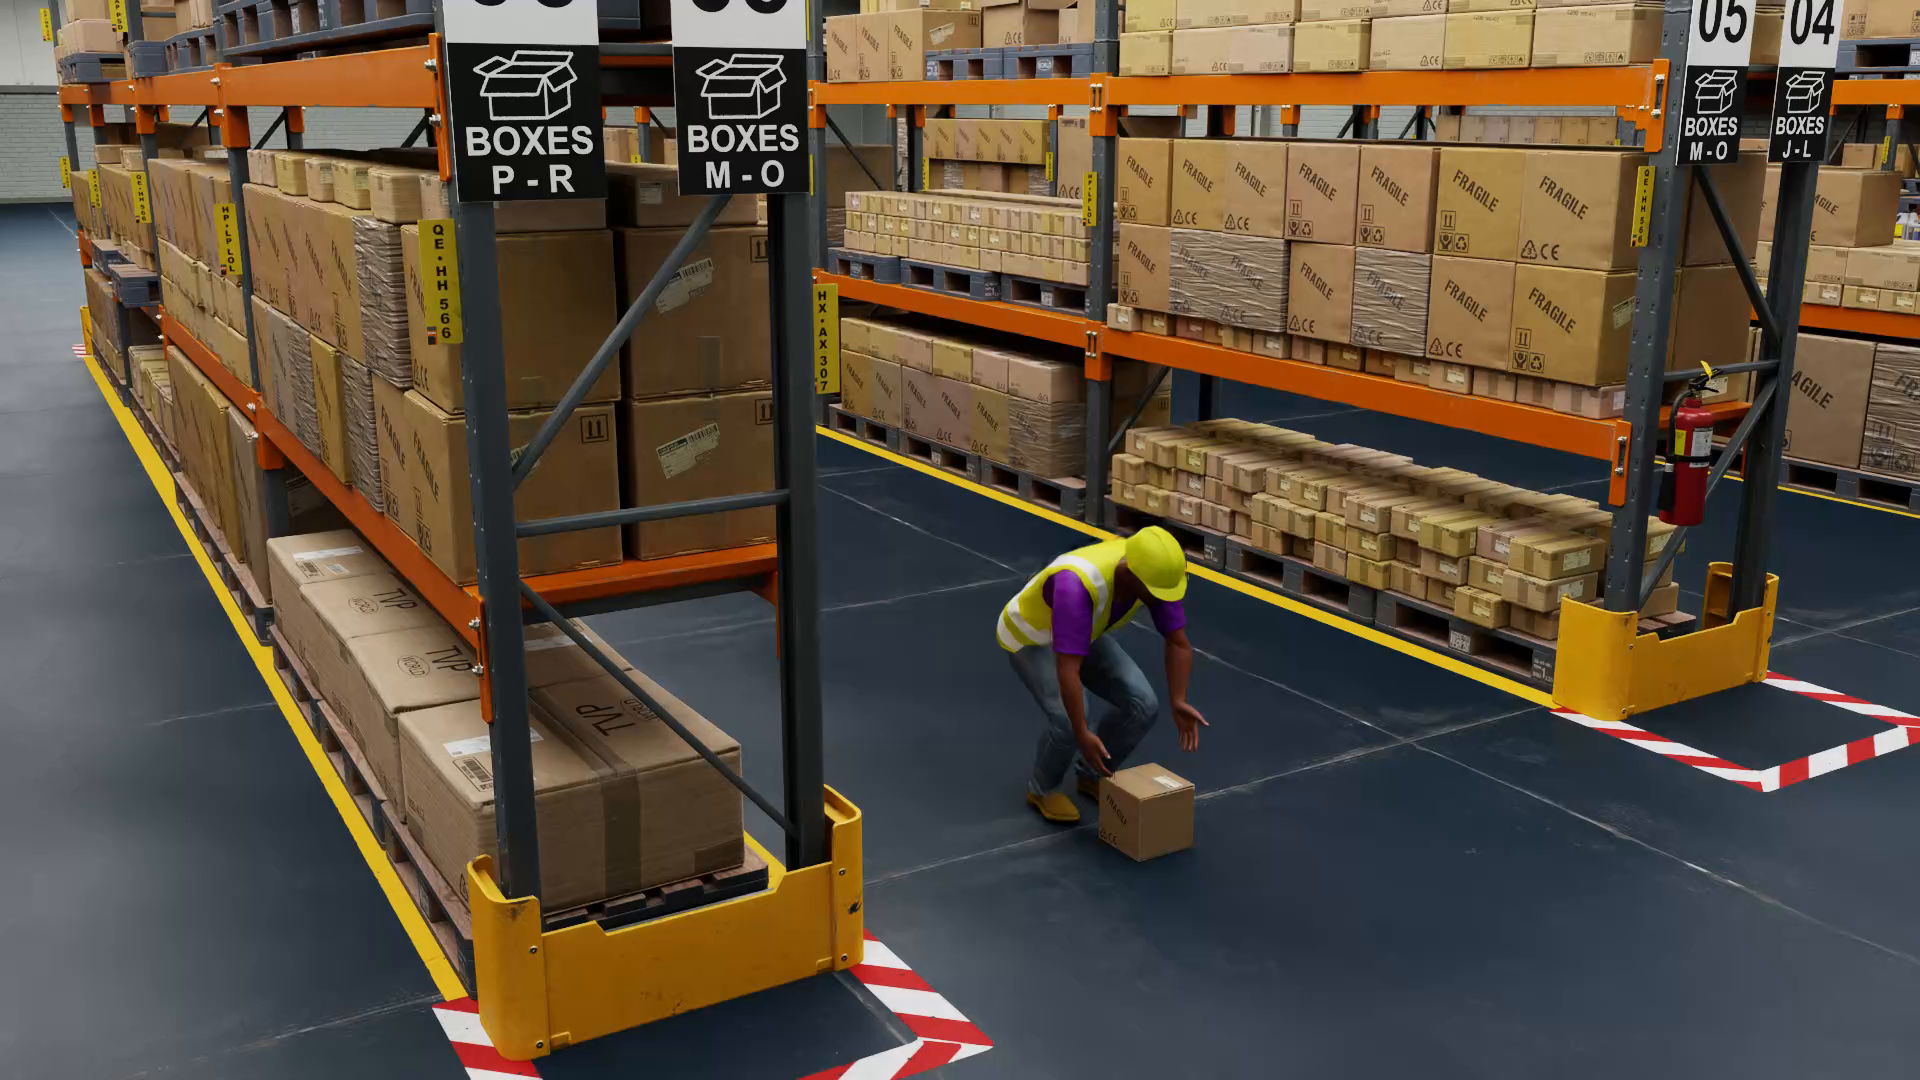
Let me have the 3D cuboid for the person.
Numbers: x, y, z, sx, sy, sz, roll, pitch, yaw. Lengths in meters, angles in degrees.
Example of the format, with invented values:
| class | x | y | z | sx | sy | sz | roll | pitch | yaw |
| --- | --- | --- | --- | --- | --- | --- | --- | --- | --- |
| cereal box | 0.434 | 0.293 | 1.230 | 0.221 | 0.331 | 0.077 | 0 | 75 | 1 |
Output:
| class | x | y | z | sx | sy | sz | roll | pitch | yaw |
| --- | --- | --- | --- | --- | --- | --- | --- | --- | --- |
| person | 0.532 | 0.464 | 6.328 | 0.619 | 1.196 | 0.847 | -9 | 17 | -30 |
